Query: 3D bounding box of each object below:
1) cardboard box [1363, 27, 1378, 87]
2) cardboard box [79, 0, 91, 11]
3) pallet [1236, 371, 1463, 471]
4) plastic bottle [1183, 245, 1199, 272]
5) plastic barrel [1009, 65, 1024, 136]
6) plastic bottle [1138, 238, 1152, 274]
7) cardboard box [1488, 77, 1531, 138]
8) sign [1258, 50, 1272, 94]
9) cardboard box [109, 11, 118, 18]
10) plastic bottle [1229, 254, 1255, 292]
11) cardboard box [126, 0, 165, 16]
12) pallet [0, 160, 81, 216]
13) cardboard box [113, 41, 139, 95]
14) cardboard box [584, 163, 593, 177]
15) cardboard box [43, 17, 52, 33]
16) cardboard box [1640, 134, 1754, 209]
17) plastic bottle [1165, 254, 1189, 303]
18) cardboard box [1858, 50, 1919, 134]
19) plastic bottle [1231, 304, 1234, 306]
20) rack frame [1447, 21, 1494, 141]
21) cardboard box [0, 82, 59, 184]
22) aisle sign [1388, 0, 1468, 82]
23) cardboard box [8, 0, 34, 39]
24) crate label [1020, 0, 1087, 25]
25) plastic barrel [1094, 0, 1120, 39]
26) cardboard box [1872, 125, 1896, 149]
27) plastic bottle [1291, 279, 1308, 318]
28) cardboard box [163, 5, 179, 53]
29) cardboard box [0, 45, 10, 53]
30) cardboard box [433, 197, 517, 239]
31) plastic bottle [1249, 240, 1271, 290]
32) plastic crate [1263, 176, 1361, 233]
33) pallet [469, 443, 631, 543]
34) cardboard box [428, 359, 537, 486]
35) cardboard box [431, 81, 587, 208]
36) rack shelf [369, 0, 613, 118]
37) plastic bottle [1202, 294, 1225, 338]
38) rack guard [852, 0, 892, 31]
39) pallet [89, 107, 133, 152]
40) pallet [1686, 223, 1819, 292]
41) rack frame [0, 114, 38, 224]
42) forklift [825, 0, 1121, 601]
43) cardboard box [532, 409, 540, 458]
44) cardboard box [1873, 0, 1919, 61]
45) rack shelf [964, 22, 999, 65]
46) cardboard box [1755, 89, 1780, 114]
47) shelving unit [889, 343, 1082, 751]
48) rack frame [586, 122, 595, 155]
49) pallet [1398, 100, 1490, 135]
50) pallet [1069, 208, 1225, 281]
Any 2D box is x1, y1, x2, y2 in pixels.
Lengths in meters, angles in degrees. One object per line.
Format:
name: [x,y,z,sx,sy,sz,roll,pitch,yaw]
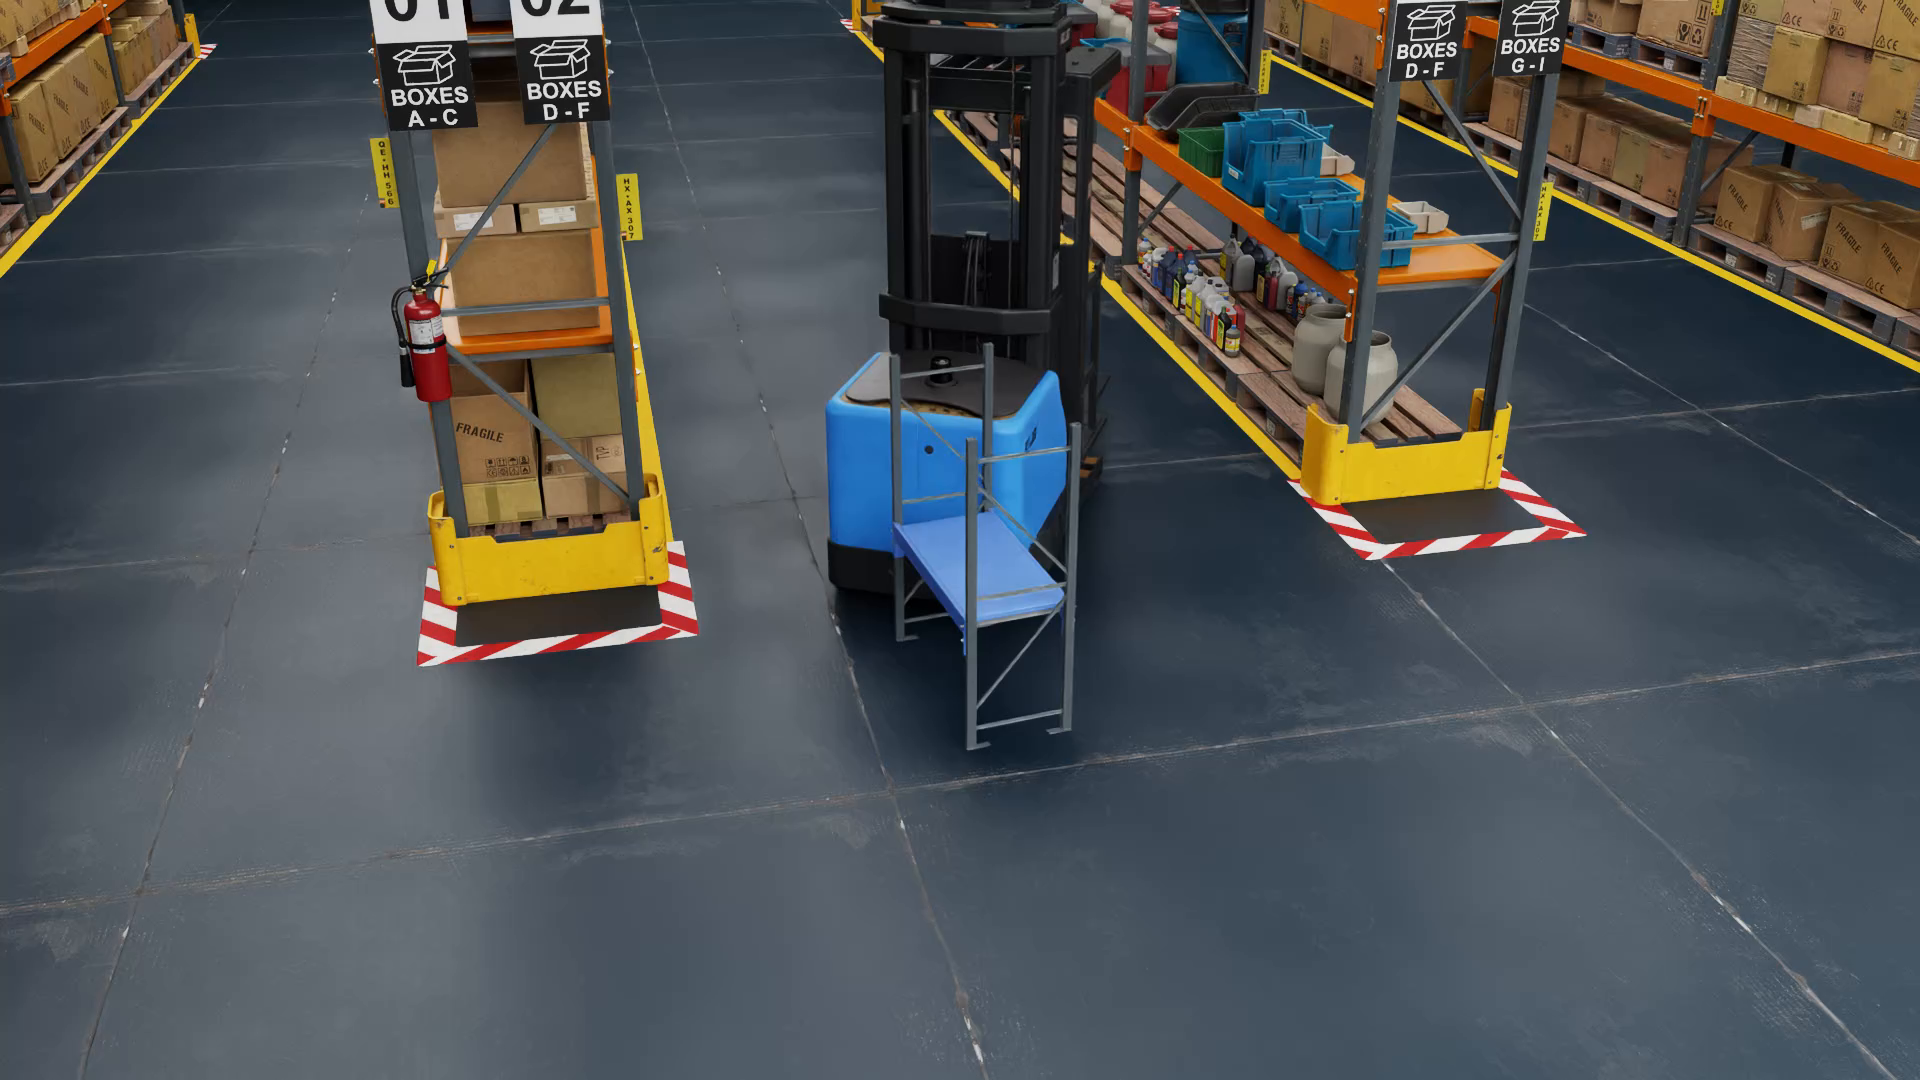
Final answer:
cardboard box: [5.374,-5.591,18.890,1.225,0.875,0.875,-6,27,-11]
cardboard box: [-9.244,-5.571,17.215,0.380,0.149,0.250,-5,27,-11]
pallet: [2.439,-0.781,10.563,1.003,0.211,1.213,-6,27,-12]
plastic bottle: [1.697,-2.028,12.391,0.144,0.351,0.185,-6,27,-12]
plastic barrel: [0.750,-4.584,16.945,0.600,0.830,0.708,-6,27,-12]
plastic bottle: [1.423,-2.190,12.800,0.097,0.271,0.097,0,27,0]
cardboard box: [5.873,-4.443,17.010,0.700,0.500,0.500,-7,28,-14]
sign: [2.317,-3.571,12.688,0.100,0.325,0.005,-6,27,-12]
cardboard box: [-10.258,-6.200,19.793,0.380,0.149,0.250,-6,27,-11]
plastic bottle: [2.109,-2.013,12.443,0.152,0.276,0.135,-6,27,-12]
cardboard box: [-10.058,-6.572,20.530,0.380,0.149,0.250,-5,27,-10]
pallet: [-8.879,-3.255,15.464,1.003,0.211,1.213,-6,27,-12]
cardboard box: [-9.745,-5.312,18.754,0.700,0.500,0.500,-6,27,-11]
cardboard box: [-2.142,-1.892,8.839,0.380,0.149,0.250,-6,27,-11]
cardboard box: [-9.032,-4.999,16.082,0.380,0.149,0.250,-5,27,-10]
cardboard box: [6.487,-3.251,14.648,0.700,0.500,0.500,-8,28,-16]
plastic bottle: [1.599,-1.931,12.197,0.144,0.351,0.185,-7,28,-14]
cardboard box: [7.007,-3.217,11.853,0.875,0.500,0.500,-6,27,-12]
plastic bottle: [1.895,-1.544,11.598,0.097,0.201,0.097,0,27,0]
rack frame: [5.703,-5.655,17.125,1.000,3.000,0.127,-6,27,-12]
cardboard box: [-8.813,-3.710,15.191,0.750,0.750,0.750,-6,27,-12]
aisle sign: [2.407,-2.739,8.462,0.394,0.787,0.004,-6,27,-12]
cardboard box: [-8.744,-4.802,14.973,0.500,0.500,0.500,-5,27,-10]
crate label: [0.838,-4.704,15.202,0.502,0.435,0.616,-6,27,-12]
plastic barrel: [1.412,-4.587,14.885,0.421,0.512,0.421,0,27,0]
cardboard box: [6.811,-2.900,11.945,0.380,0.149,0.250,-6,27,-12]
plastic bottle: [2.430,-1.729,11.887,0.097,0.271,0.097,0,27,0]
cardboard box: [-10.323,-6.432,20.973,0.700,0.500,0.500,-6,27,-12]
cardboard box: [-8.672,-4.322,14.741,0.380,0.149,0.250,-6,27,-11]
cardboard box: [-2.418,-1.621,8.302,0.380,0.149,0.250,-6,27,-12]
plastic bottle: [2.248,-2.072,12.478,0.144,0.351,0.185,-7,28,-14]
plastic crate: [2.135,-2.049,10.145,0.499,0.251,0.408,-6,27,-12]
pallet: [-2.360,-0.225,9.462,1.003,0.211,1.213,-6,27,-12]
cardboard box: [-2.557,-0.639,8.940,0.500,0.500,0.500,-6,27,-12]
cardboard box: [-2.251,-1.992,8.317,0.700,0.500,0.500,-6,27,-11]
rack shelf: [-2.597,-3.035,9.403,1.077,0.370,4.000,-6,27,-12]
plastic bottle: [1.778,-1.557,11.540,0.152,0.276,0.135,-7,28,-13]
rack guard: [-0.944,-7.557,23.668,1.175,0.500,0.348,-6,27,-12]
pallet: [-9.429,-4.326,17.587,1.003,0.211,1.213,-6,27,-12]
pallet: [6.790,-2.363,13.697,1.003,0.211,1.213,-6,27,-12]
rack frame: [-8.775,-4.146,14.135,1.000,3.000,0.127,-6,27,-12]
forklift: [0.226,-1.598,9.164,1.130,2.935,3.031,8,28,15]
cardboard box: [-2.680,-0.522,9.541,0.500,0.250,0.500,-6,27,-12]
cardboard box: [6.808,-3.642,11.586,0.500,0.500,0.500,-6,27,-12]
rack shelf: [0.427,-5.709,18.030,1.077,0.370,4.000,-6,27,-12]
cardboard box: [6.487,-3.444,13.023,0.380,0.149,0.250,-6,27,-12]
shelving unit: [0.089,0.010,7.566,0.538,1.500,1.048,-9,28,-18]
rack frame: [-3.048,-2.895,11.656,1.000,3.000,0.127,-6,27,-12]
pallet: [5.599,-4.764,18.454,1.003,0.211,1.213,-6,27,-12]
pallet: [1.564,-2.492,13.953,1.003,0.211,1.213,-6,27,-12]
